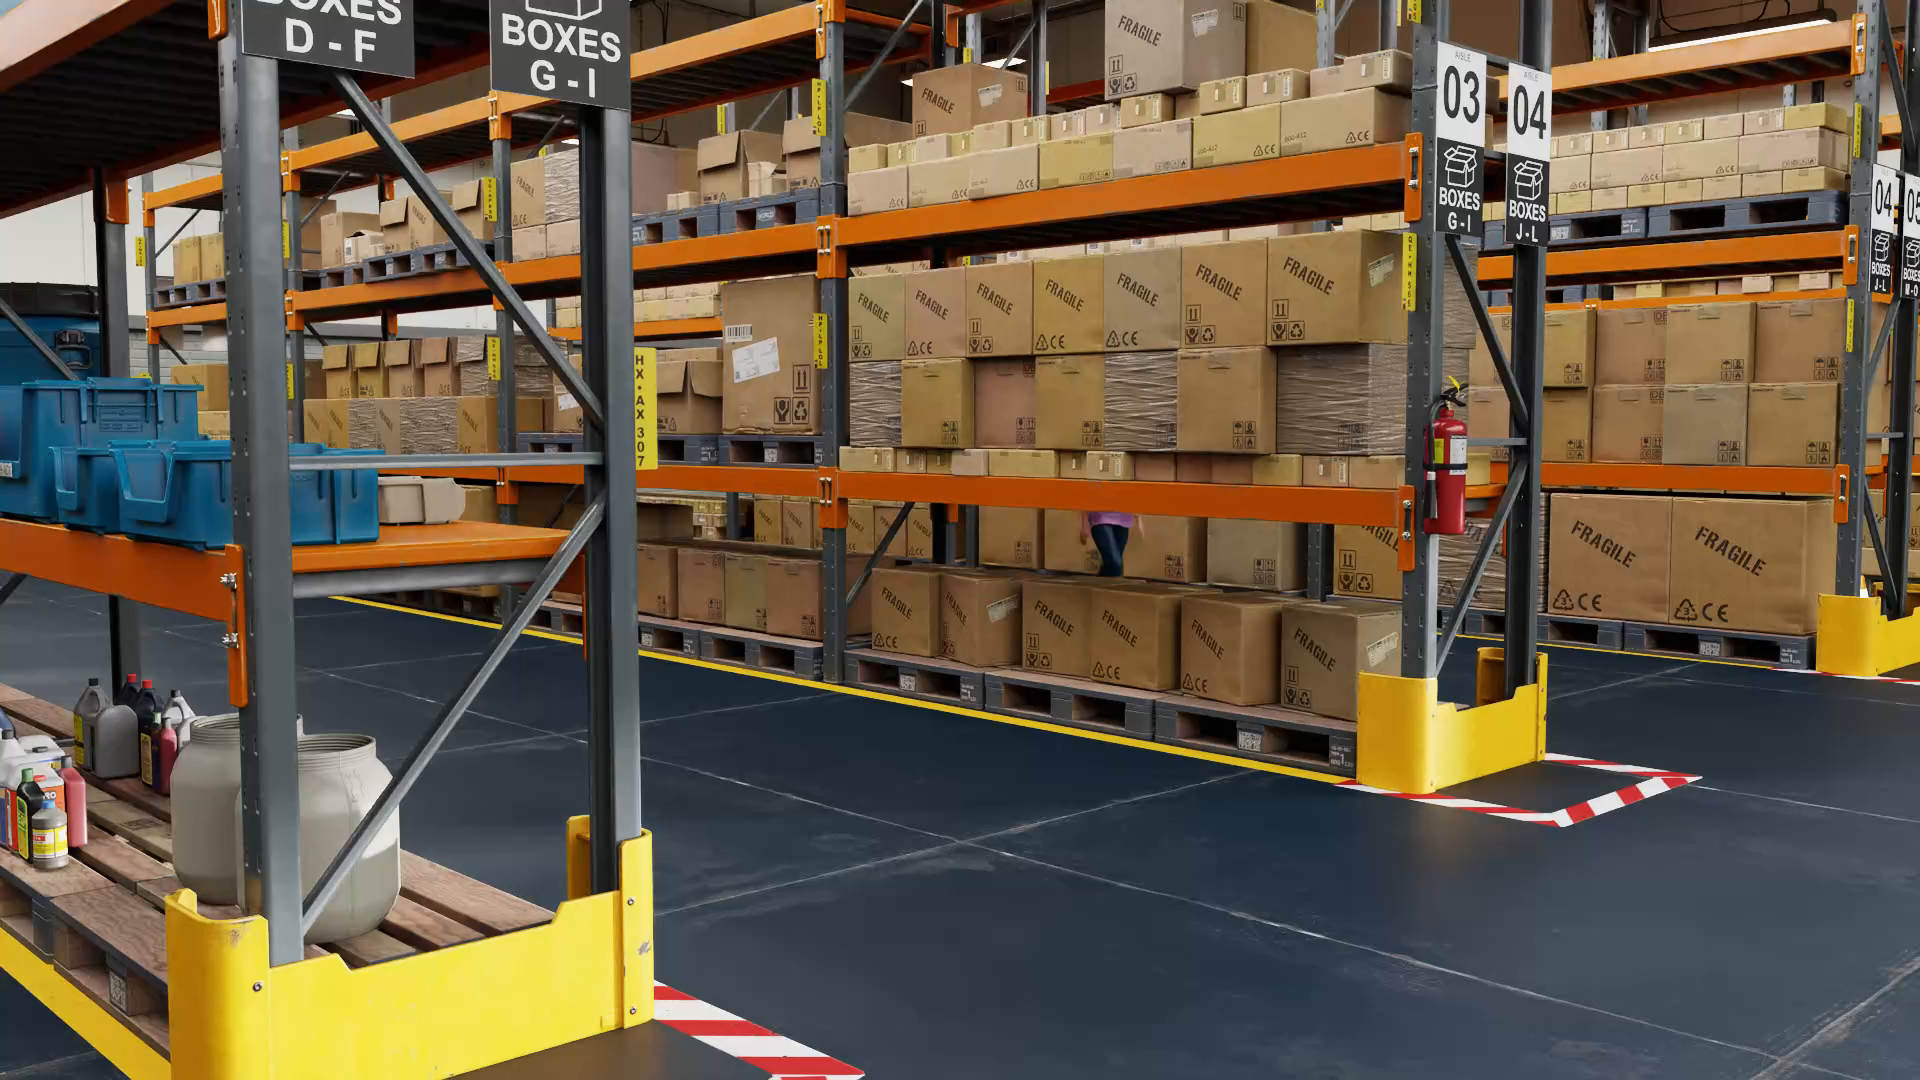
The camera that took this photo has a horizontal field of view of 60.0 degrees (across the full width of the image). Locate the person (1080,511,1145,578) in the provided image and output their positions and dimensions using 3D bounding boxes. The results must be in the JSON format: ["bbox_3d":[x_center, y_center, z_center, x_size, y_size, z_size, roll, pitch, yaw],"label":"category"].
[{"bbox_3d":[1.148,-0.072,12.402,0.439,1.635,0.680,-3,5,-34],"label":"person"}]
